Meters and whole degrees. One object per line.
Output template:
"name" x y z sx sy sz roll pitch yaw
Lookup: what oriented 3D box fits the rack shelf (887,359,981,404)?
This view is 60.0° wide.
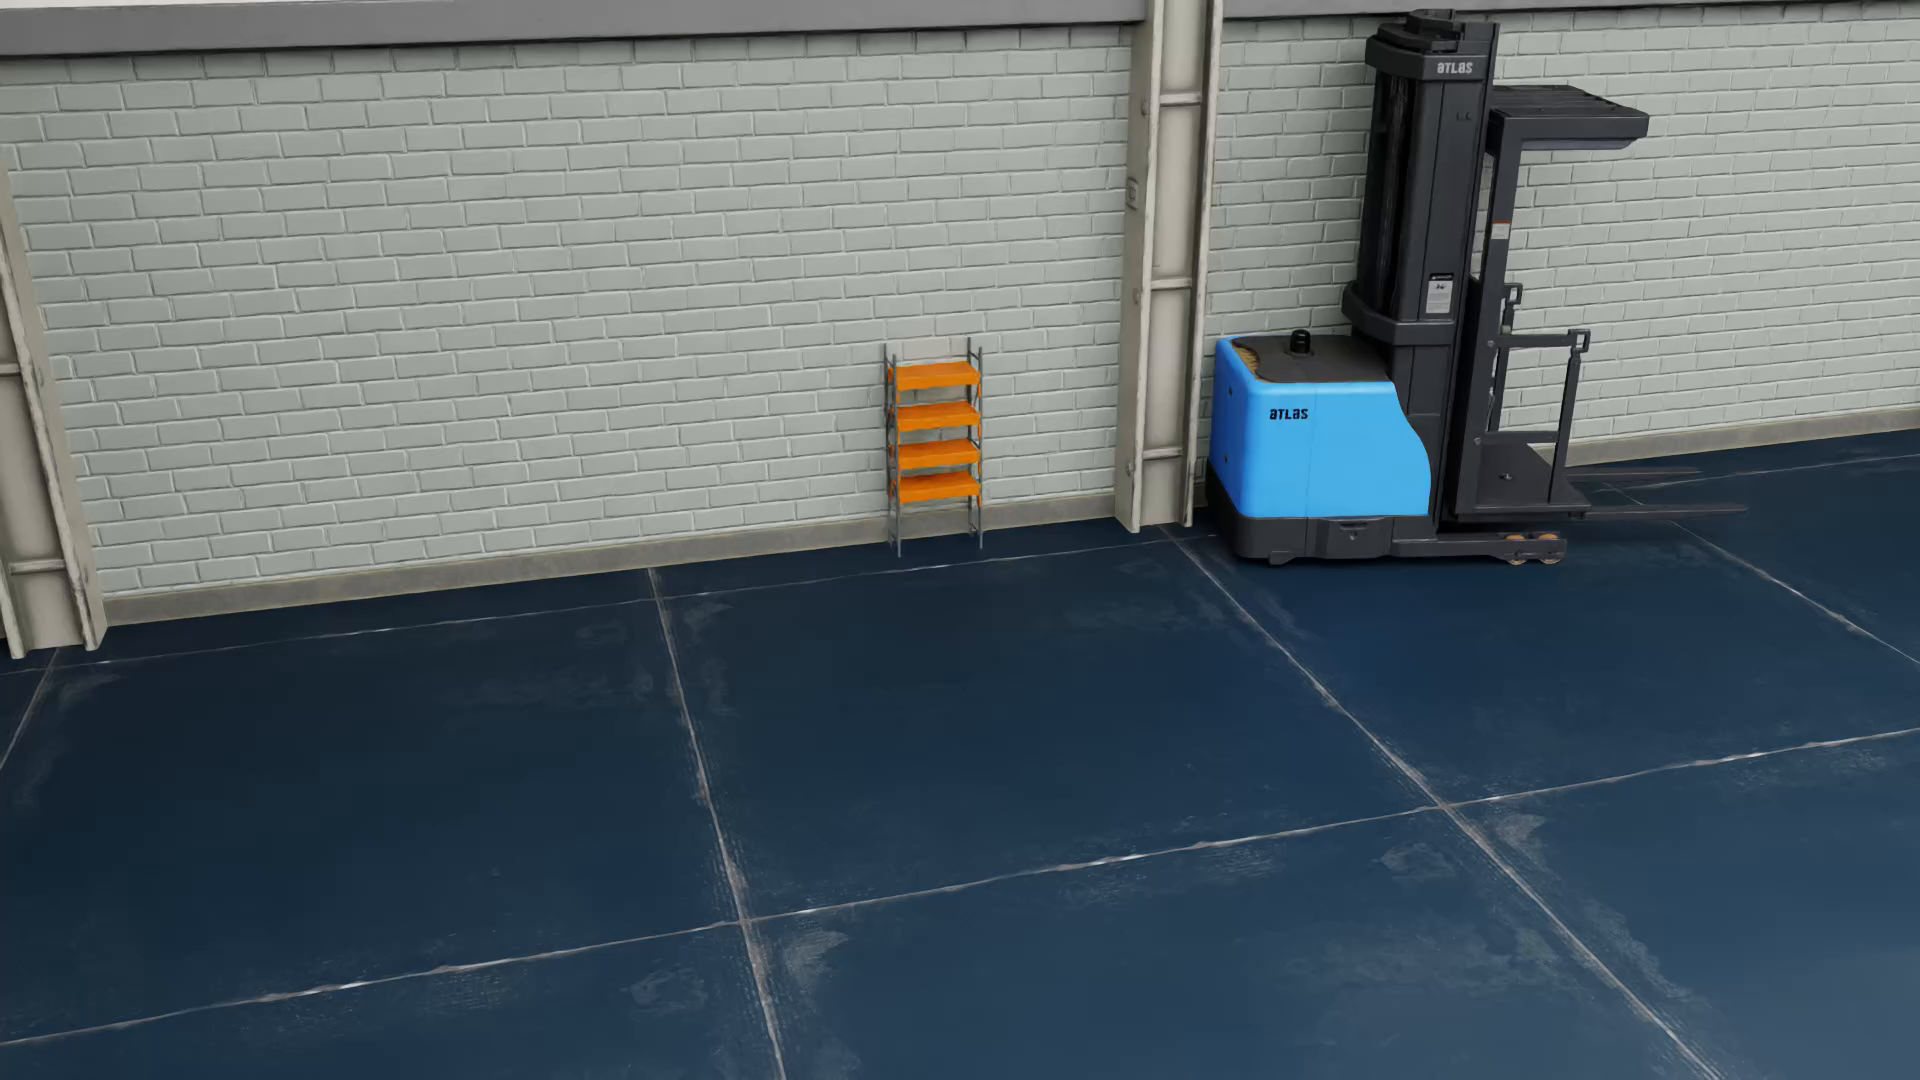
"rack shelf" -0.151 -0.887 9.292 0.480 0.148 0.258 -7 23 -15

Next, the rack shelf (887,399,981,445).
"rack shelf" -0.149 -0.668 9.380 0.480 0.148 0.258 -7 23 -15

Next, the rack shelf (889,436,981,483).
"rack shelf" -0.148 -0.460 9.463 0.480 0.148 0.258 -7 23 -15

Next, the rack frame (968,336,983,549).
"rack frame" 0.086 -0.549 9.501 0.015 1.200 0.240 -7 23 -15

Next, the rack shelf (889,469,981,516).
"rack shelf" -0.146 -0.276 9.537 0.480 0.148 0.258 -7 23 -15

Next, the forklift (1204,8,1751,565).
"forklift" 3.036 -1.416 9.333 3.031 2.935 1.130 -1 23 -3

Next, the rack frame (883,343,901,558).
"rack frame" -0.382 -0.496 9.376 0.015 1.200 0.240 -7 23 -15

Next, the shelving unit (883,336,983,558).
"shelving unit" -0.148 -0.523 9.438 0.503 1.200 0.258 -7 23 -15

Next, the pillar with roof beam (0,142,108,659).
"pillar with roof beam" -3.453 -1.982 2.956 0.400 9.000 9.100 -6 24 -14

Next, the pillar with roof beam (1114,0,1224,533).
"pillar with roof beam" 2.324 -2.621 4.446 0.400 9.000 9.100 -6 24 -14
